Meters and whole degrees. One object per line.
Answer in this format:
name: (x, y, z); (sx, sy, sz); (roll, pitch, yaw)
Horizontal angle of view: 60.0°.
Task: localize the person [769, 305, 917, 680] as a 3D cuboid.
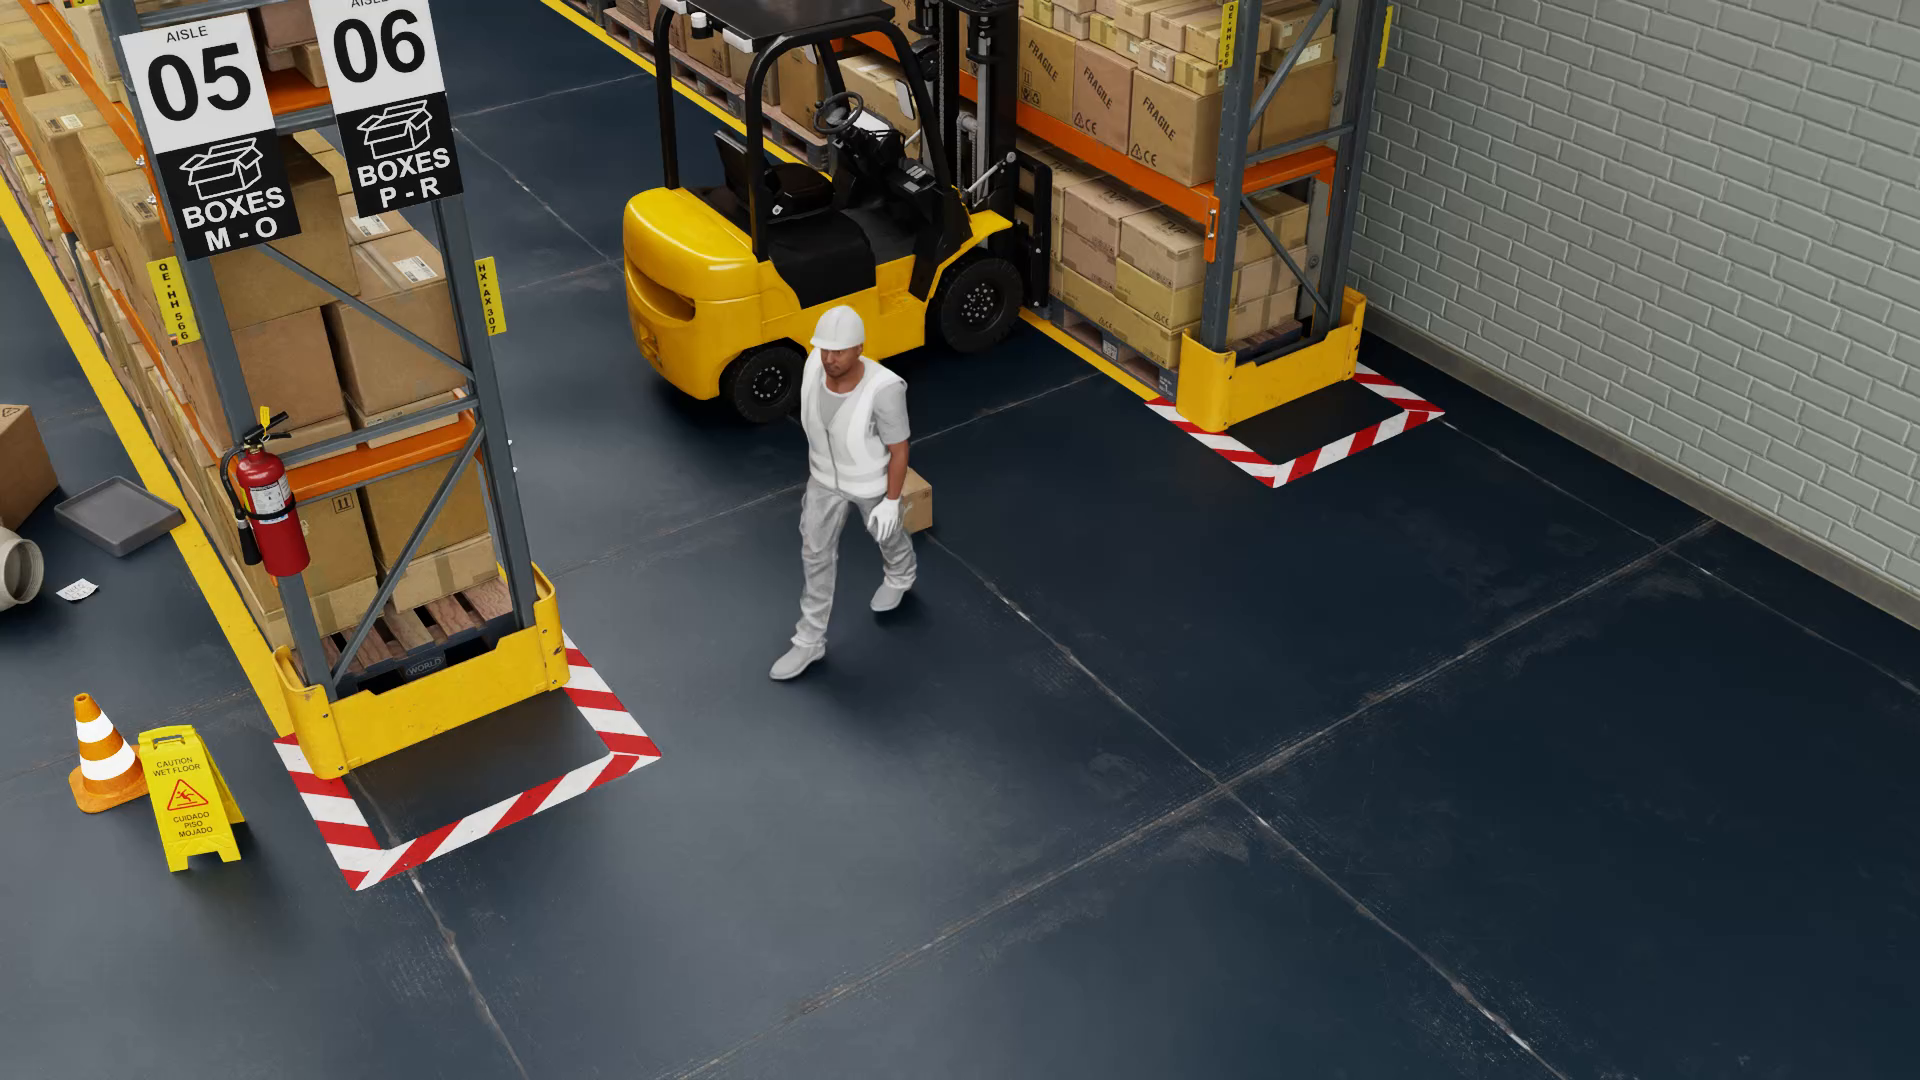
person: (-0.488, -0.257, 7.324); (0.590, 1.734, 0.927); (17, 39, 21)
